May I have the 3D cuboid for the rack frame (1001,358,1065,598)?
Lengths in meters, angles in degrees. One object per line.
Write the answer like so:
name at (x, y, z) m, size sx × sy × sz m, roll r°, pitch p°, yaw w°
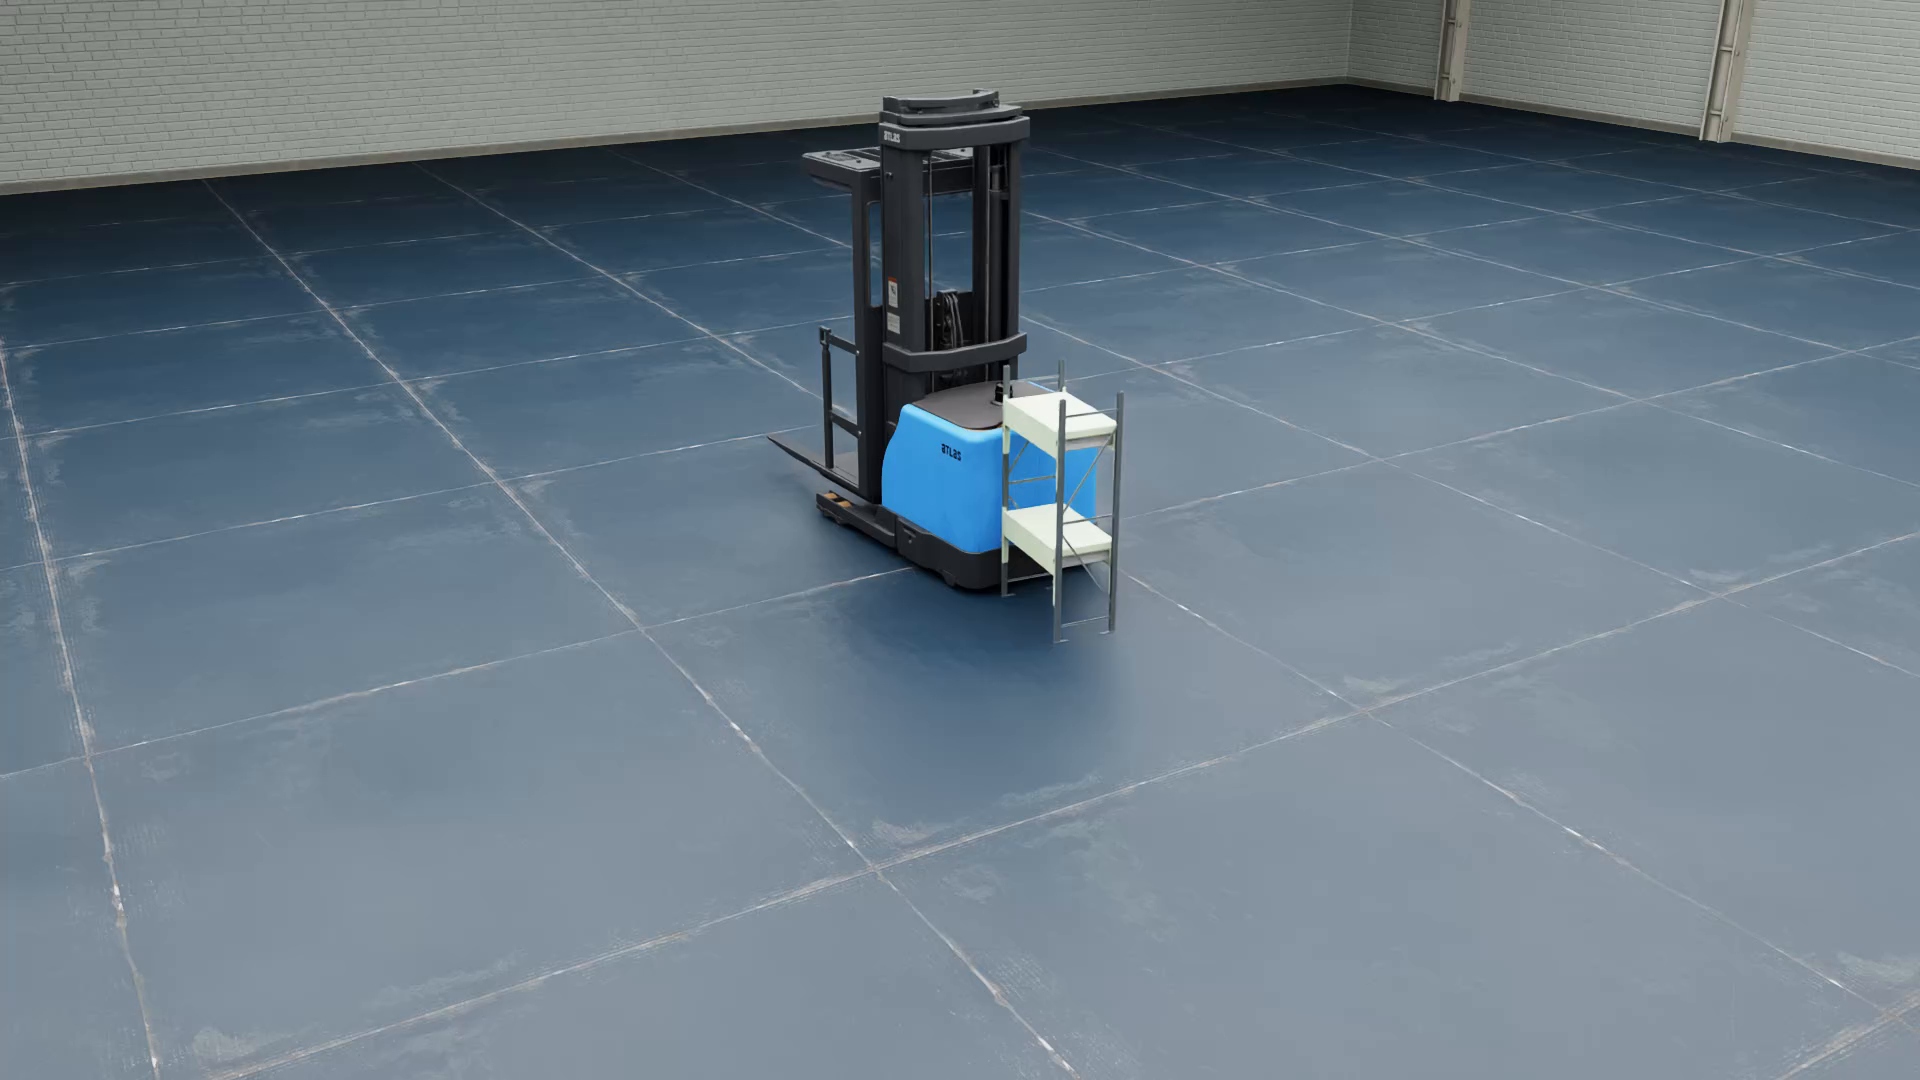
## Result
rack frame at (0.445, -0.367, 10.220) m, size 0.400 × 1.500 × 0.023 m, roll -9°, pitch 24°, yaw -22°

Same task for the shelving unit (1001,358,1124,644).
shelving unit at (0.592, -0.240, 9.910) m, size 0.431 × 1.500 × 0.755 m, roll -9°, pitch 24°, yaw -22°

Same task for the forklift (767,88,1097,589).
forklift at (-0.351, -1.552, 11.238) m, size 1.130 × 2.935 × 3.031 m, roll -14°, pitch 26°, yaw -31°

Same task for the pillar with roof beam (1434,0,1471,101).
pillar with roof beam at (5.791, -11.927, 28.705) m, size 9.100 × 9.000 × 0.400 m, roll -13°, pitch 25°, yaw -28°

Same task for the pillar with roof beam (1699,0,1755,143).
pillar with roof beam at (8.856, -9.985, 23.927) m, size 9.100 × 9.000 × 0.400 m, roll -13°, pitch 25°, yaw -28°

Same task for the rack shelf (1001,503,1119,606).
rack shelf at (0.592, 0.062, 10.033) m, size 0.431 × 0.370 × 0.720 m, roll -9°, pitch 24°, yaw -22°

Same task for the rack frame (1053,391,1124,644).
rack frame at (0.739, -0.114, 9.600) m, size 0.400 × 1.500 × 0.023 m, roll -9°, pitch 24°, yaw -22°

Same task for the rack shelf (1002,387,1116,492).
rack shelf at (0.592, -0.602, 9.763) m, size 0.431 × 0.370 × 0.720 m, roll -9°, pitch 24°, yaw -22°
